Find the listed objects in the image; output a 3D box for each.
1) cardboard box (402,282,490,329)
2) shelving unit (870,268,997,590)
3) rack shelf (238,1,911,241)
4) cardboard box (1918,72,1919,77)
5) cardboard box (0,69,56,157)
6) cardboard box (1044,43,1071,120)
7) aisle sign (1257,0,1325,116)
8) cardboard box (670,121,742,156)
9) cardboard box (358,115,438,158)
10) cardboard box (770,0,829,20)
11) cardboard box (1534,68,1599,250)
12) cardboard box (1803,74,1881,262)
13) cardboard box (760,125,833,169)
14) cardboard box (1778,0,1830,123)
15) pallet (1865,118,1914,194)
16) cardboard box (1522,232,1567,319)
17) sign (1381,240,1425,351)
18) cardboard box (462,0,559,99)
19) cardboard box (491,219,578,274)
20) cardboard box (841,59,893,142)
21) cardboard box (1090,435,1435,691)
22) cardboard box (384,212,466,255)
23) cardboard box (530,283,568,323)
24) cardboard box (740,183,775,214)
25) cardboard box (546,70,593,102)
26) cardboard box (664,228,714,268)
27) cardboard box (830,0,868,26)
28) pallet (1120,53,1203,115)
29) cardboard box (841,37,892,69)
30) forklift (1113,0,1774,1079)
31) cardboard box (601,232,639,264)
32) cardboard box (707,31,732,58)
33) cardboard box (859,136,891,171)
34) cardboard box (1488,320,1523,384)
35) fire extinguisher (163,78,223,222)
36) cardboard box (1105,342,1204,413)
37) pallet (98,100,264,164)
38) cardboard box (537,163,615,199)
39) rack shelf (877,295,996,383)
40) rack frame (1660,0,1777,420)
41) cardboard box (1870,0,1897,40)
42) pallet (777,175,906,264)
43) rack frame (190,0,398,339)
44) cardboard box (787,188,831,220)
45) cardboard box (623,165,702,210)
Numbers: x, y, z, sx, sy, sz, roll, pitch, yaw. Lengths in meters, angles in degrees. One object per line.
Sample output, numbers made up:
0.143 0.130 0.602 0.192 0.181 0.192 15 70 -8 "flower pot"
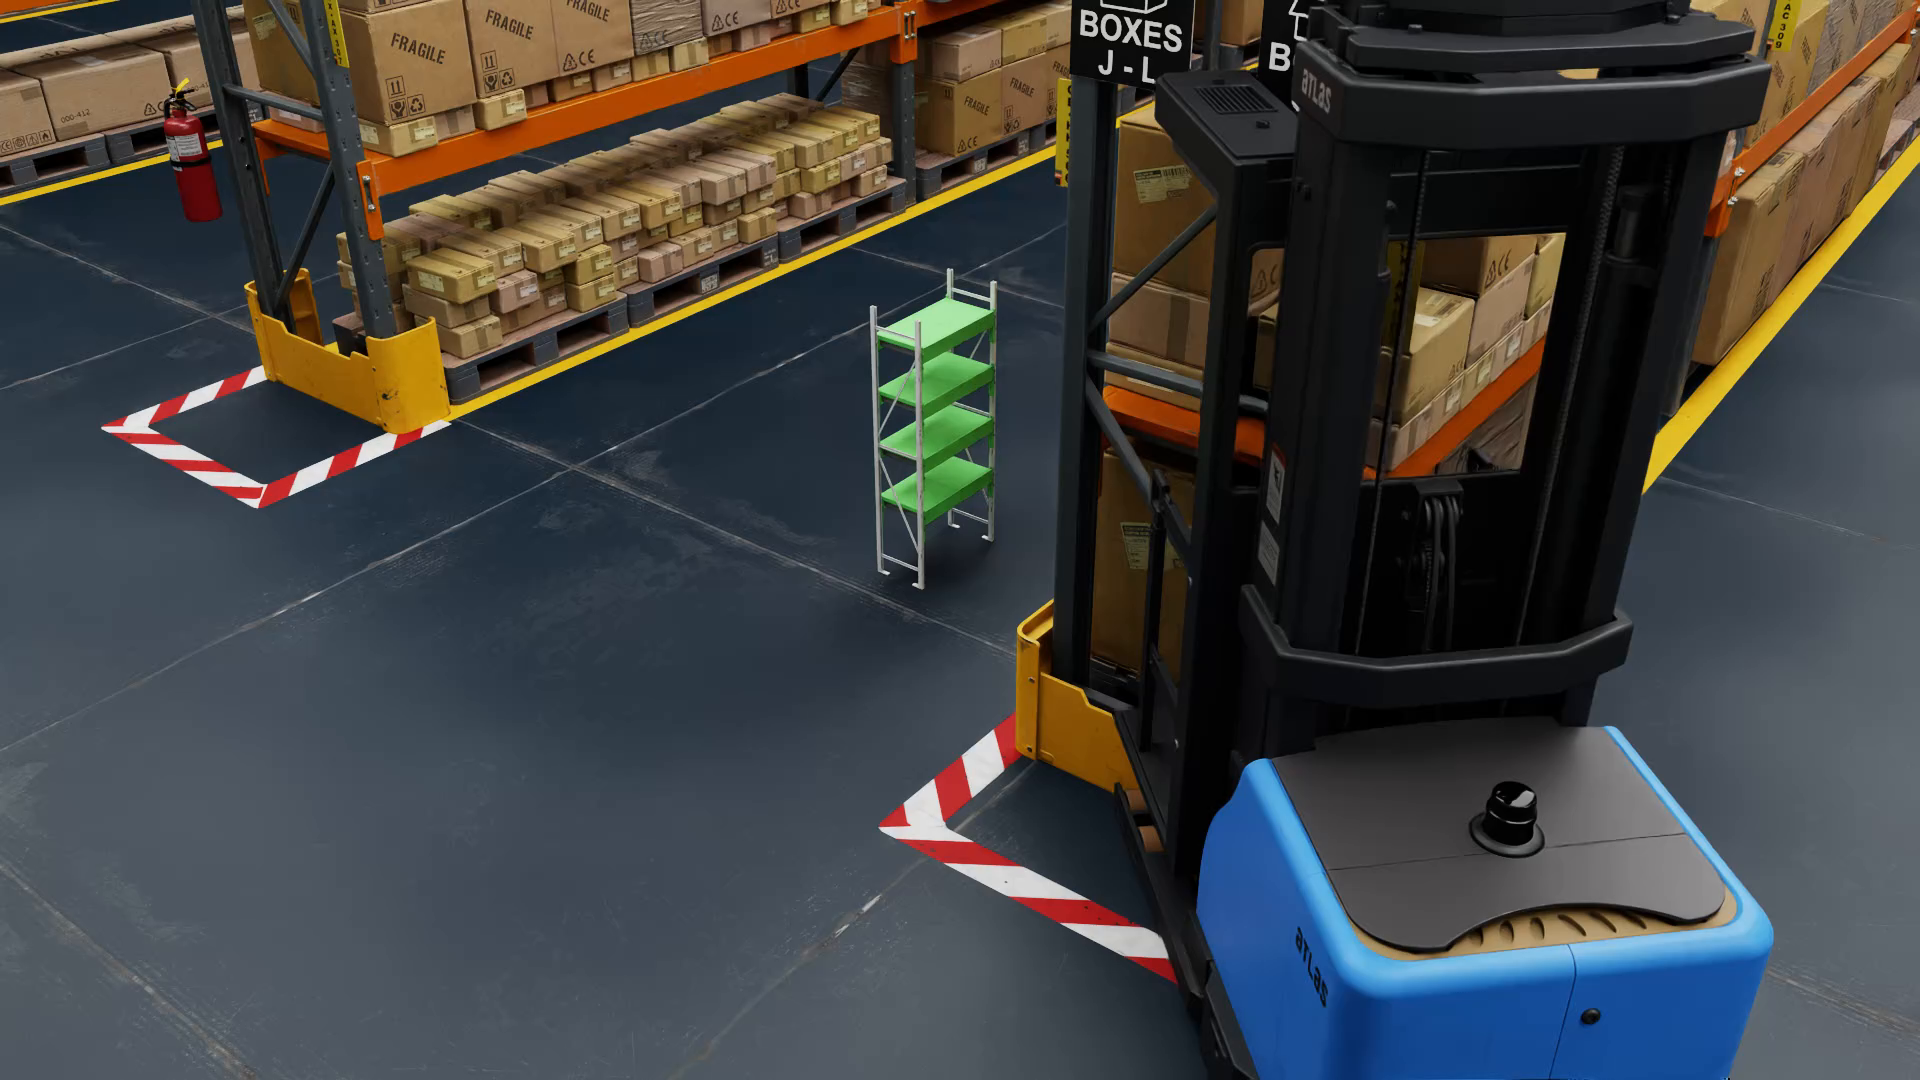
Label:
-2.617 -1.226 8.469 0.380 0.149 0.250 23 38 33 "cardboard box"
-0.100 -0.449 6.831 0.258 1.200 0.503 21 37 31 "shelving unit"
-1.930 -2.513 9.254 1.077 0.370 4.000 21 37 31 "rack shelf"
7.309 -4.002 13.082 0.700 0.500 0.500 21 36 31 "cardboard box"
-6.826 -2.869 11.251 0.875 0.438 0.875 20 36 30 "cardboard box"
0.558 -3.392 12.071 0.500 0.500 0.500 22 37 32 "cardboard box"
0.952 -1.439 4.186 0.394 0.787 0.004 21 37 31 "aisle sign"
-1.562 -2.445 10.234 0.380 0.149 0.250 20 36 30 "cardboard box"
-2.681 -1.932 7.815 0.380 0.149 0.250 21 36 31 "cardboard box"
-1.104 -3.312 9.507 0.500 0.500 0.500 20 36 30 "cardboard box"
1.871 -1.356 5.715 0.500 0.500 0.500 20 36 30 "cardboard box"
4.608 -2.326 9.905 1.225 0.875 0.875 21 37 31 "cardboard box"
-0.997 -2.401 10.161 0.380 0.149 0.250 21 36 31 "cardboard box"
3.950 -2.425 8.302 0.500 0.500 0.500 21 37 31 "cardboard box"
6.058 -2.811 11.787 1.003 0.211 1.213 21 37 31 "pallet"
1.875 -1.034 5.908 0.500 0.250 0.500 20 36 30 "cardboard box"
1.195 -0.675 4.520 0.100 0.325 0.005 21 37 31 "sign"
-2.343 -2.503 8.142 0.500 0.500 0.500 21 37 31 "cardboard box"
-2.226 -1.540 8.707 0.380 0.149 0.250 21 37 31 "cardboard box"
-0.477 -3.119 11.611 0.500 0.500 0.500 20 36 30 "cardboard box"
1.078 0.007 5.969 0.875 0.875 0.875 21 37 31 "cardboard box"
-2.823 -1.597 8.804 0.380 0.149 0.250 22 37 32 "cardboard box"
-2.329 -1.313 8.907 0.380 0.149 0.250 22 37 32 "cardboard box"
-1.329 -2.082 9.914 0.380 0.149 0.250 22 37 32 "cardboard box"
-2.124 -2.392 8.590 0.380 0.149 0.250 21 36 31 "cardboard box"
-1.643 -1.711 9.579 0.380 0.149 0.250 21 37 31 "cardboard box"
-0.777 -3.201 9.955 0.380 0.149 0.250 20 36 30 "cardboard box"
1.219 -3.744 13.361 1.003 0.211 1.213 21 37 31 "pallet"
-0.475 -3.444 11.423 0.500 0.250 0.500 20 36 30 "cardboard box"
1.123 -0.180 4.680 1.130 2.935 3.031 -4 31 -7 "forklift"
-2.003 -1.654 9.192 0.380 0.149 0.250 19 36 29 "cardboard box"
-1.498 -2.807 9.290 0.380 0.149 0.250 21 36 31 "cardboard box"
-0.660 -2.492 10.605 0.380 0.149 0.250 22 37 32 "cardboard box"
1.698 -0.692 5.722 0.380 0.149 0.250 20 36 31 "cardboard box"
-3.658 -1.855 7.880 0.296 0.674 0.183 21 37 31 "fire extinguisher"
0.708 -0.580 5.533 0.380 0.149 0.250 22 37 32 "cardboard box"
-5.988 -3.135 12.333 1.003 0.211 1.213 21 37 31 "pallet"
-2.195 -2.027 9.528 0.380 0.149 0.250 20 36 30 "cardboard box"
-0.100 -0.807 6.618 0.258 0.148 0.480 21 37 31 "rack shelf"
3.170 -2.068 7.797 1.000 3.000 0.127 21 37 31 "rack frame"
5.179 -3.259 9.709 0.500 0.500 0.500 21 36 31 "cardboard box"
-1.100 -2.152 10.674 1.003 0.211 1.213 21 37 31 "pallet"
-3.138 -2.009 7.699 1.000 3.000 0.127 21 37 31 "rack frame"
-1.020 -2.118 10.266 0.380 0.149 0.250 20 36 30 "cardboard box"
-1.696 -2.001 9.485 0.380 0.149 0.250 21 37 31 "cardboard box"
